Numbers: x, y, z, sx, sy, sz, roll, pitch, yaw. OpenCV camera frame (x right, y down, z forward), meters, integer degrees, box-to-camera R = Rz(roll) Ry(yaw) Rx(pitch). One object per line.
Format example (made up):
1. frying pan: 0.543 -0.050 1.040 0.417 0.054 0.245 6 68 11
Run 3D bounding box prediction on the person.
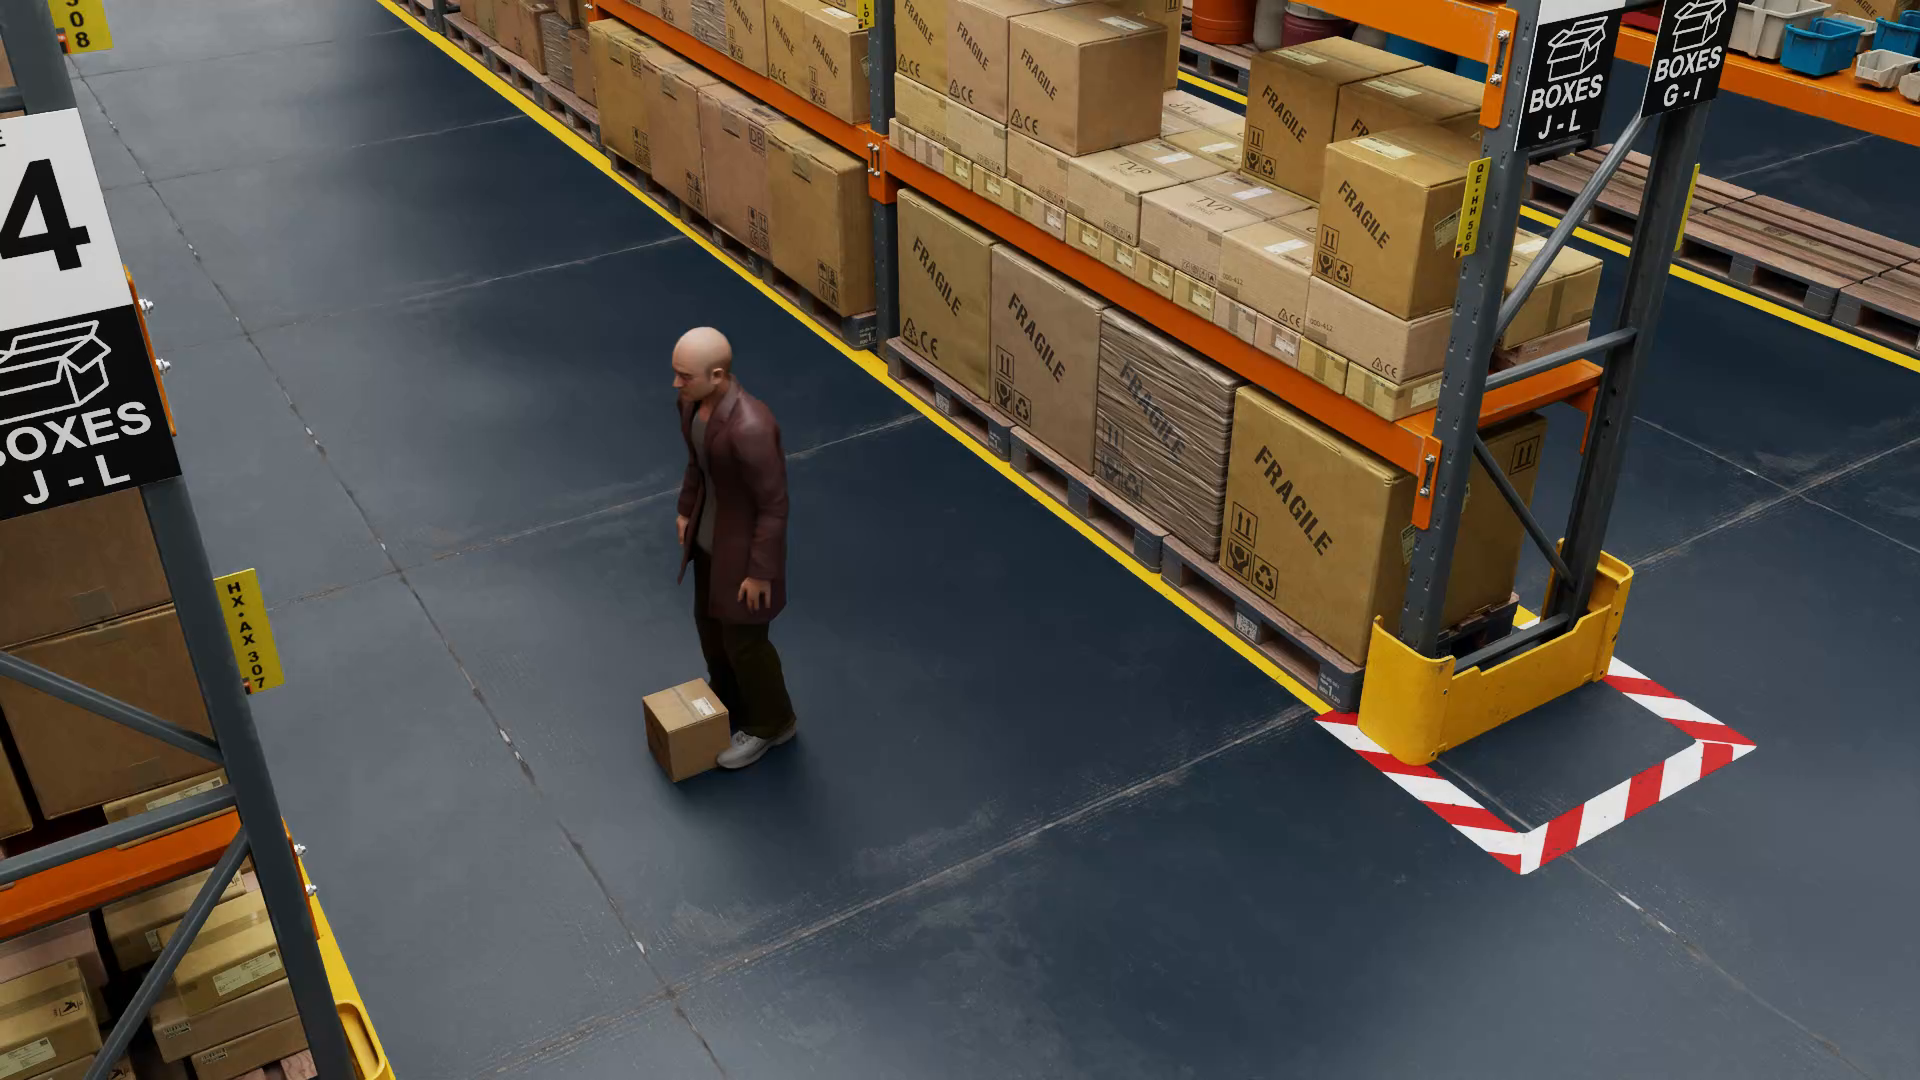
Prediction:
1. person: -0.843 0.014 6.129 0.415 1.774 0.654 -20 37 -28
